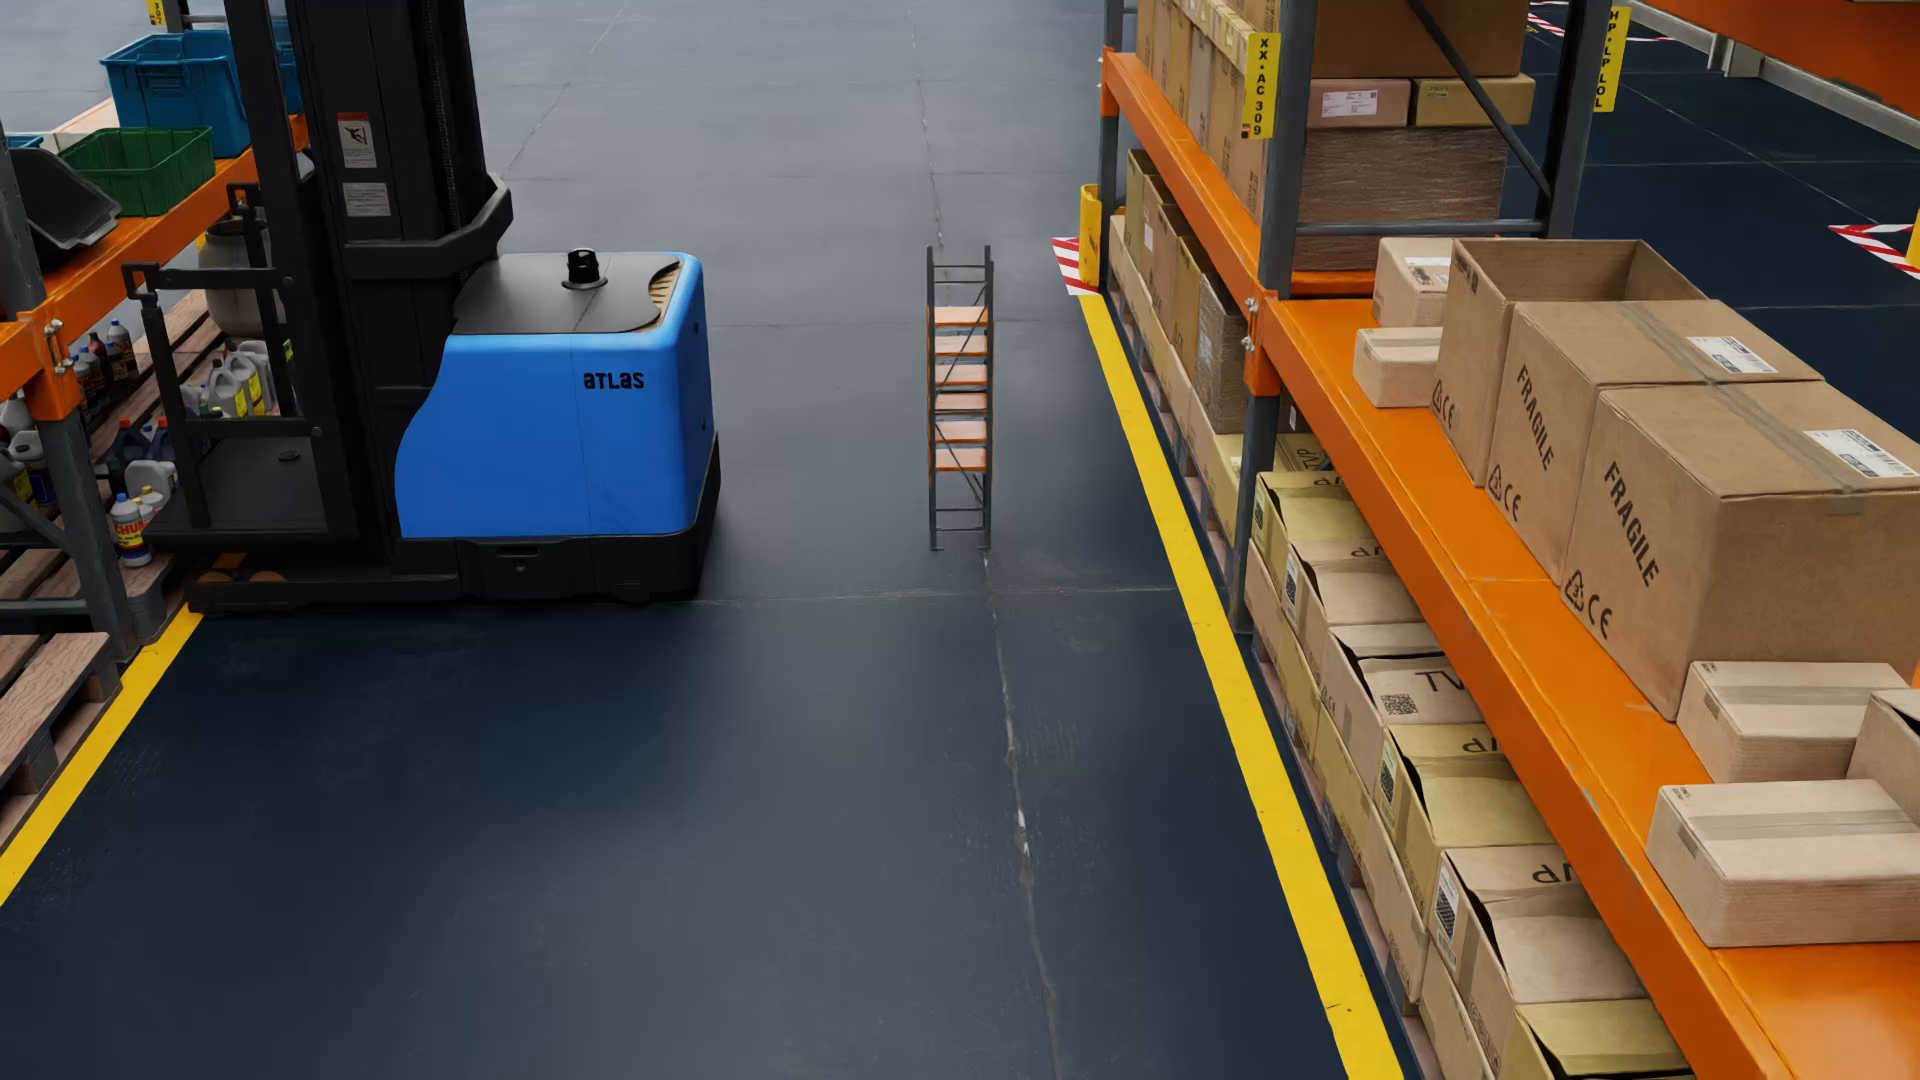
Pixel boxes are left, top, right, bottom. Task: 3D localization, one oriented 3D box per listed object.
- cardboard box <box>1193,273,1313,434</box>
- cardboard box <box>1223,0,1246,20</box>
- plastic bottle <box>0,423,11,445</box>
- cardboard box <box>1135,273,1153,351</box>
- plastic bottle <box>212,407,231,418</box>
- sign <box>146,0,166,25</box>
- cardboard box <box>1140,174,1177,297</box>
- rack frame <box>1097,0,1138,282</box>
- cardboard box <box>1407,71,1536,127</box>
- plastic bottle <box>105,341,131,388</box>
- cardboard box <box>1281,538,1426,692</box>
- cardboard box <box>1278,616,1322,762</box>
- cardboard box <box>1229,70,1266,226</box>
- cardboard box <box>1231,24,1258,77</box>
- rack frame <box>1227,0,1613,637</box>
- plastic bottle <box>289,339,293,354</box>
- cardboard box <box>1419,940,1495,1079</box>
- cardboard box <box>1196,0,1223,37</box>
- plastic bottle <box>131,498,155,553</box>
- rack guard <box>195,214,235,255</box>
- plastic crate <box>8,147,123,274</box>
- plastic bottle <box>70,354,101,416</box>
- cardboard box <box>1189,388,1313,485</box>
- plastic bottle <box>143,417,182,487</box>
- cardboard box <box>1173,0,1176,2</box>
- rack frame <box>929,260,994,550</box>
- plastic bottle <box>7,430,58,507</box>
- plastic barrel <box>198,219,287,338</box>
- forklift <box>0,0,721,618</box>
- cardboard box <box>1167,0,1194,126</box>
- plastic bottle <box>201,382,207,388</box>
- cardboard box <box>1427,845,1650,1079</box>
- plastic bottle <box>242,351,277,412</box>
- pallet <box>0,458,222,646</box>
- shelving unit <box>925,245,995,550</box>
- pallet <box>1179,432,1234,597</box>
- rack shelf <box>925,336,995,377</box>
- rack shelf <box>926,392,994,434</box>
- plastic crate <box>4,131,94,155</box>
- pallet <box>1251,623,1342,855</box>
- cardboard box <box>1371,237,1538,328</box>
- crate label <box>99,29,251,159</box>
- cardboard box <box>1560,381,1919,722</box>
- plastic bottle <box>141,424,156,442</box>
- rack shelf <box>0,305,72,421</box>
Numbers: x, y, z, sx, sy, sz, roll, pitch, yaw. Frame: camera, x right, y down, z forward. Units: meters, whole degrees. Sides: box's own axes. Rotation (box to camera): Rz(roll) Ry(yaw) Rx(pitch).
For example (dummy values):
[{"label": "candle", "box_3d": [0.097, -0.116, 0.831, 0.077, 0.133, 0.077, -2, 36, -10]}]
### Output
[{"label": "cardboard box", "box_3d": [1.240, -0.757, 6.667, 0.500, 0.500, 0.500, -1, 28, -3]}, {"label": "cardboard box", "box_3d": [1.414, -2.307, 6.418, 0.700, 0.500, 0.500, -1, 28, -3]}, {"label": "plastic bottle", "box_3d": [-3.832, -0.344, 6.627, 0.061, 0.283, 0.133, 0, 28, 1]}, {"label": "cardboard box", "box_3d": [1.149, -1.117, 8.168, 0.500, 0.250, 0.500, -1, 28, -3]}, {"label": "plastic bottle", "box_3d": [-3.079, -0.456, 6.930, 0.097, 0.201, 0.097, 0, 28, 0]}, {"label": "sign", "box_3d": [-4.208, -2.859, 8.688, 0.100, 0.325, 0.005, -1, 28, -3]}, {"label": "cardboard box", "box_3d": [1.161, -1.450, 7.995, 0.500, 0.500, 0.500, -1, 28, -3]}, {"label": "rack frame", "box_3d": [1.288, -2.865, 9.000, 1.000, 3.000, 0.127, -1, 28, -3]}, {"label": "cardboard box", "box_3d": [1.676, -1.479, 5.532, 0.380, 0.149, 0.250, -1, 28, -3]}, {"label": "plastic bottle", "box_3d": [-3.870, -0.809, 7.607, 0.097, 0.201, 0.097, 0, 28, 0]}, {"label": "cardboard box", "box_3d": [1.291, 0.195, 5.046, 0.500, 0.311, 0.500, -2, 28, -3]}, {"label": "cardboard box", "box_3d": [1.296, 0.443, 5.175, 0.500, 0.250, 0.500, -1, 28, -1]}, {"label": "cardboard box", "box_3d": [1.433, -1.510, 6.294, 0.700, 0.500, 0.500, -2, 28, -3]}, {"label": "cardboard box", "box_3d": [1.227, -1.827, 6.199, 0.380, 0.149, 0.250, -1, 28, -3]}, {"label": "rack frame", "box_3d": [1.497, -1.018, 5.458, 1.000, 3.000, 0.127, -1, 28, -3]}, {"label": "plastic bottle", "box_3d": [-3.125, -0.864, 7.713, 0.097, 0.201, 0.097, 0, 28, 0]}, {"label": "cardboard box", "box_3d": [1.381, 1.155, 3.811, 0.500, 0.250, 0.500, -1, 28, -1]}, {"label": "cardboard box", "box_3d": [1.187, -2.179, 6.875, 0.380, 0.149, 0.250, -1, 28, -1]}, {"label": "plastic bottle", "box_3d": [-3.034, -0.059, 6.170, 0.097, 0.201, 0.097, 0, 28, 0]}, {"label": "rack guard", "box_3d": [-3.608, -1.605, 9.287, 1.175, 0.500, 0.348, -1, 28, -3]}, {"label": "plastic crate", "box_3d": [-3.350, -1.117, 5.716, 0.767, 0.338, 0.504, -1, 28, -3]}, {"label": "plastic bottle", "box_3d": [-3.852, -0.683, 7.291, 0.097, 0.271, 0.097, 0, 28, 0]}, {"label": "cardboard box", "box_3d": [1.238, -0.425, 6.840, 0.500, 0.250, 0.500, -1, 28, -3]}, {"label": "plastic bottle", "box_3d": [-3.078, -0.303, 6.477, 0.144, 0.351, 0.185, -1, 28, -1]}, {"label": "cardboard box", "box_3d": [1.149, -2.534, 7.555, 0.380, 0.149, 0.250, -2, 28, -4]}, {"label": "rack frame", "box_3d": [0.004, -0.496, 6.404, 0.240, 1.200, 0.006, -1, 28, -3]}, {"label": "plastic bottle", "box_3d": [-3.635, -0.282, 6.516, 0.152, 0.276, 0.135, -1, 28, -3]}, {"label": "plastic barrel", "box_3d": [-3.522, -1.297, 8.229, 0.421, 0.512, 0.421, 0, 28, 0]}, {"label": "forklift", "box_3d": [-2.514, -1.260, 5.996, 3.031, 2.935, 1.130, -1, 28, -2]}, {"label": "cardboard box", "box_3d": [1.352, -2.222, 7.658, 0.700, 0.500, 0.500, -1, 28, -2]}, {"label": "plastic bottle", "box_3d": [-3.238, -0.583, 7.175, 0.097, 0.201, 0.097, 0, 28, 0]}, {"label": "cardboard box", "box_3d": [1.375, 0.905, 3.684, 0.500, 0.311, 0.500, -2, 28, -3]}, {"label": "plastic bottle", "box_3d": [-3.132, -0.716, 7.349, 0.152, 0.276, 0.135, -2, 28, -4]}, {"label": "pallet", "box_3d": [-3.443, 0.025, 6.473, 1.003, 0.211, 1.213, -1, 28, -3]}, {"label": "shelving unit", "box_3d": [-0.001, -0.539, 6.485, 0.258, 1.200, 0.189, -1, 28, -3]}, {"label": "pallet", "box_3d": [1.497, -0.150, 6.809, 1.003, 0.211, 1.213, -1, 28, -3]}, {"label": "rack shelf", "box_3d": [-0.001, -0.712, 6.395, 0.258, 0.103, 0.180, -1, 28, -3]}, {"label": "rack shelf", "box_3d": [-0.001, -0.499, 6.506, 0.258, 0.103, 0.180, -1, 28, -3]}, {"label": "plastic crate", "box_3d": [-3.788, -1.527, 6.719, 0.530, 0.136, 0.437, -1, 28, -3]}, {"label": "pallet", "box_3d": [1.574, 0.558, 5.452, 1.003, 0.211, 1.213, -1, 28, -3]}, {"label": "cardboard box", "box_3d": [1.566, -0.725, 5.059, 0.500, 0.250, 0.500, 0, 28, 1]}, {"label": "crate label", "box_3d": [-3.293, -1.919, 7.148, 0.502, 0.435, 0.616, -1, 28, -3]}, {"label": "cardboard box", "box_3d": [1.602, 0.011, 3.378, 0.500, 0.500, 0.500, -3, 28, -5]}, {"label": "plastic bottle", "box_3d": [-3.206, -0.332, 6.618, 0.097, 0.271, 0.097, 0, 28, 0]}, {"label": "rack shelf", "box_3d": [-3.346, 0.343, 3.627, 1.077, 0.370, 4.000, -1, 28, -3]}]
